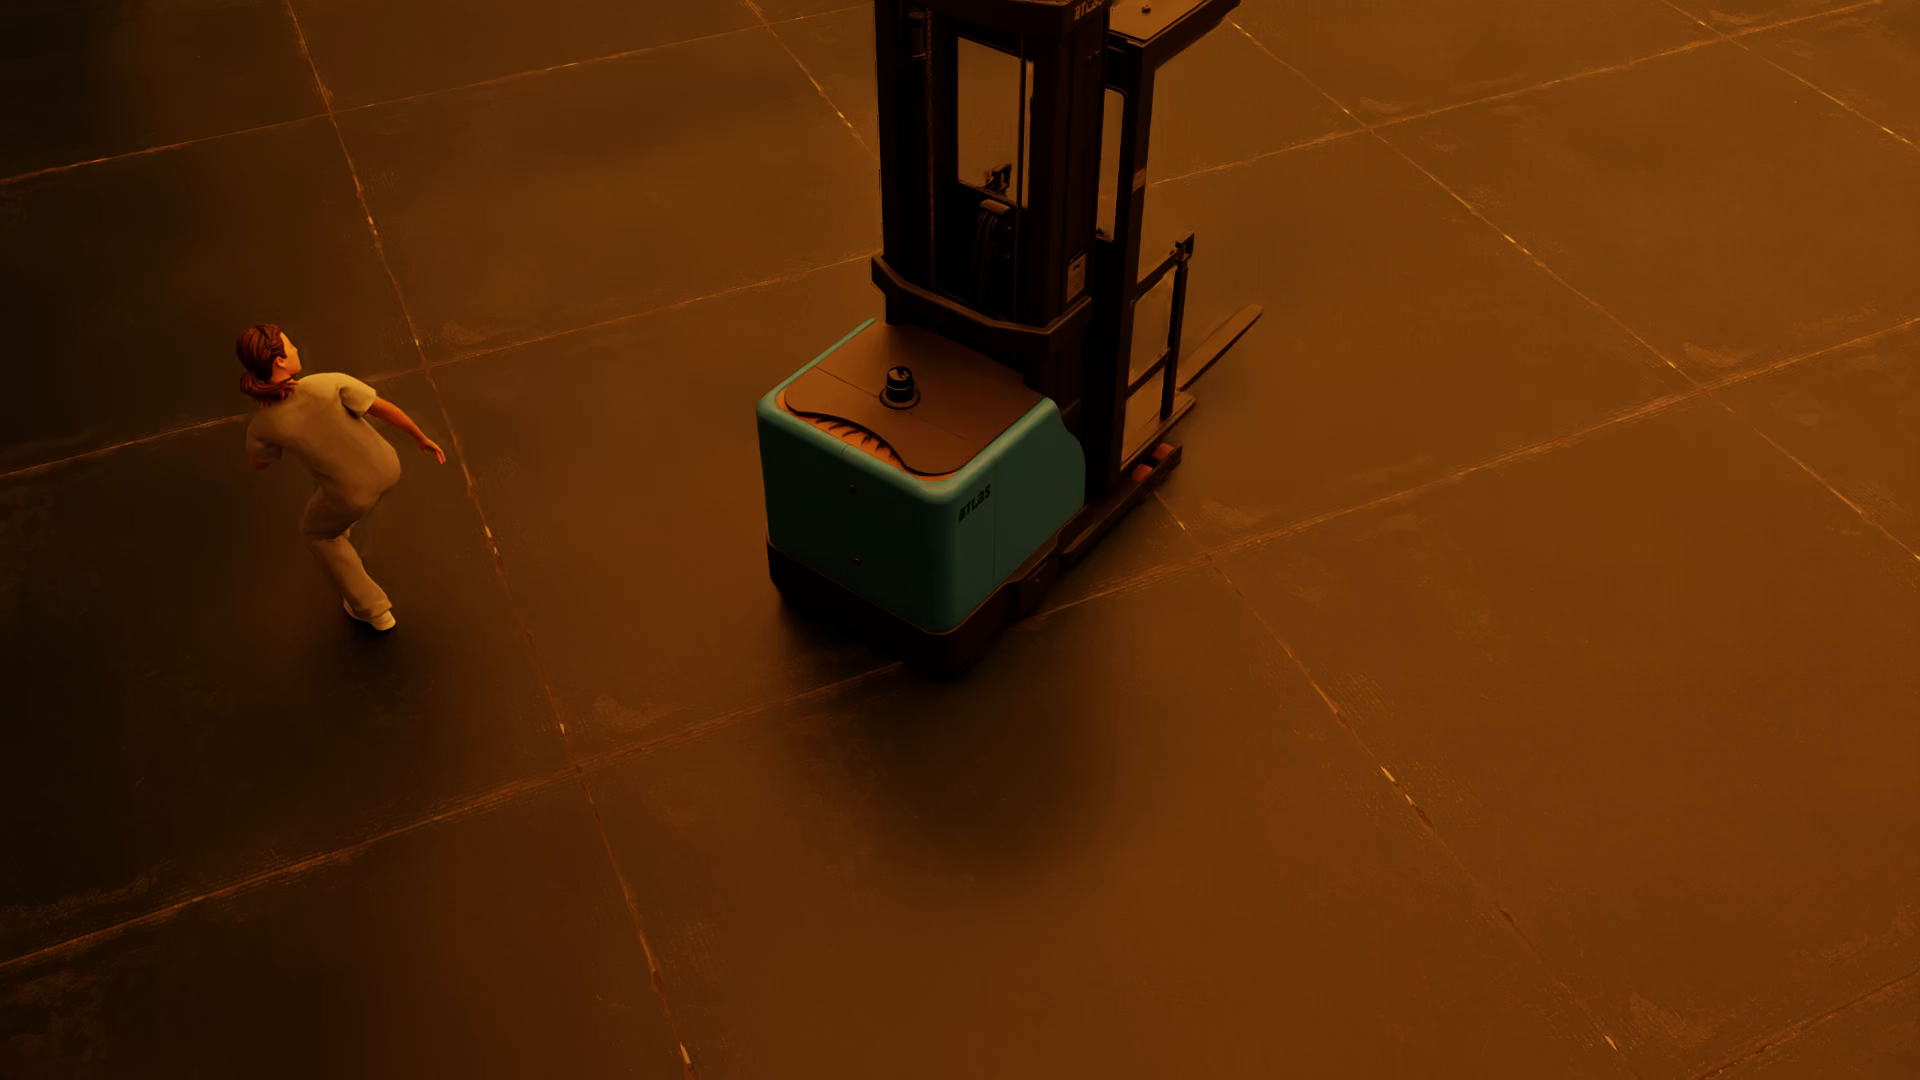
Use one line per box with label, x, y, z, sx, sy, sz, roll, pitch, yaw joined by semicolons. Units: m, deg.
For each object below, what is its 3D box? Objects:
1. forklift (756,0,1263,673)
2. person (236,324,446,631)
forklift;0.430;-1.458;7.242;1.130;2.935;3.031;27;50;26
person;-2.676;-0.354;7.134;0.728;1.489;0.665;34;52;31
